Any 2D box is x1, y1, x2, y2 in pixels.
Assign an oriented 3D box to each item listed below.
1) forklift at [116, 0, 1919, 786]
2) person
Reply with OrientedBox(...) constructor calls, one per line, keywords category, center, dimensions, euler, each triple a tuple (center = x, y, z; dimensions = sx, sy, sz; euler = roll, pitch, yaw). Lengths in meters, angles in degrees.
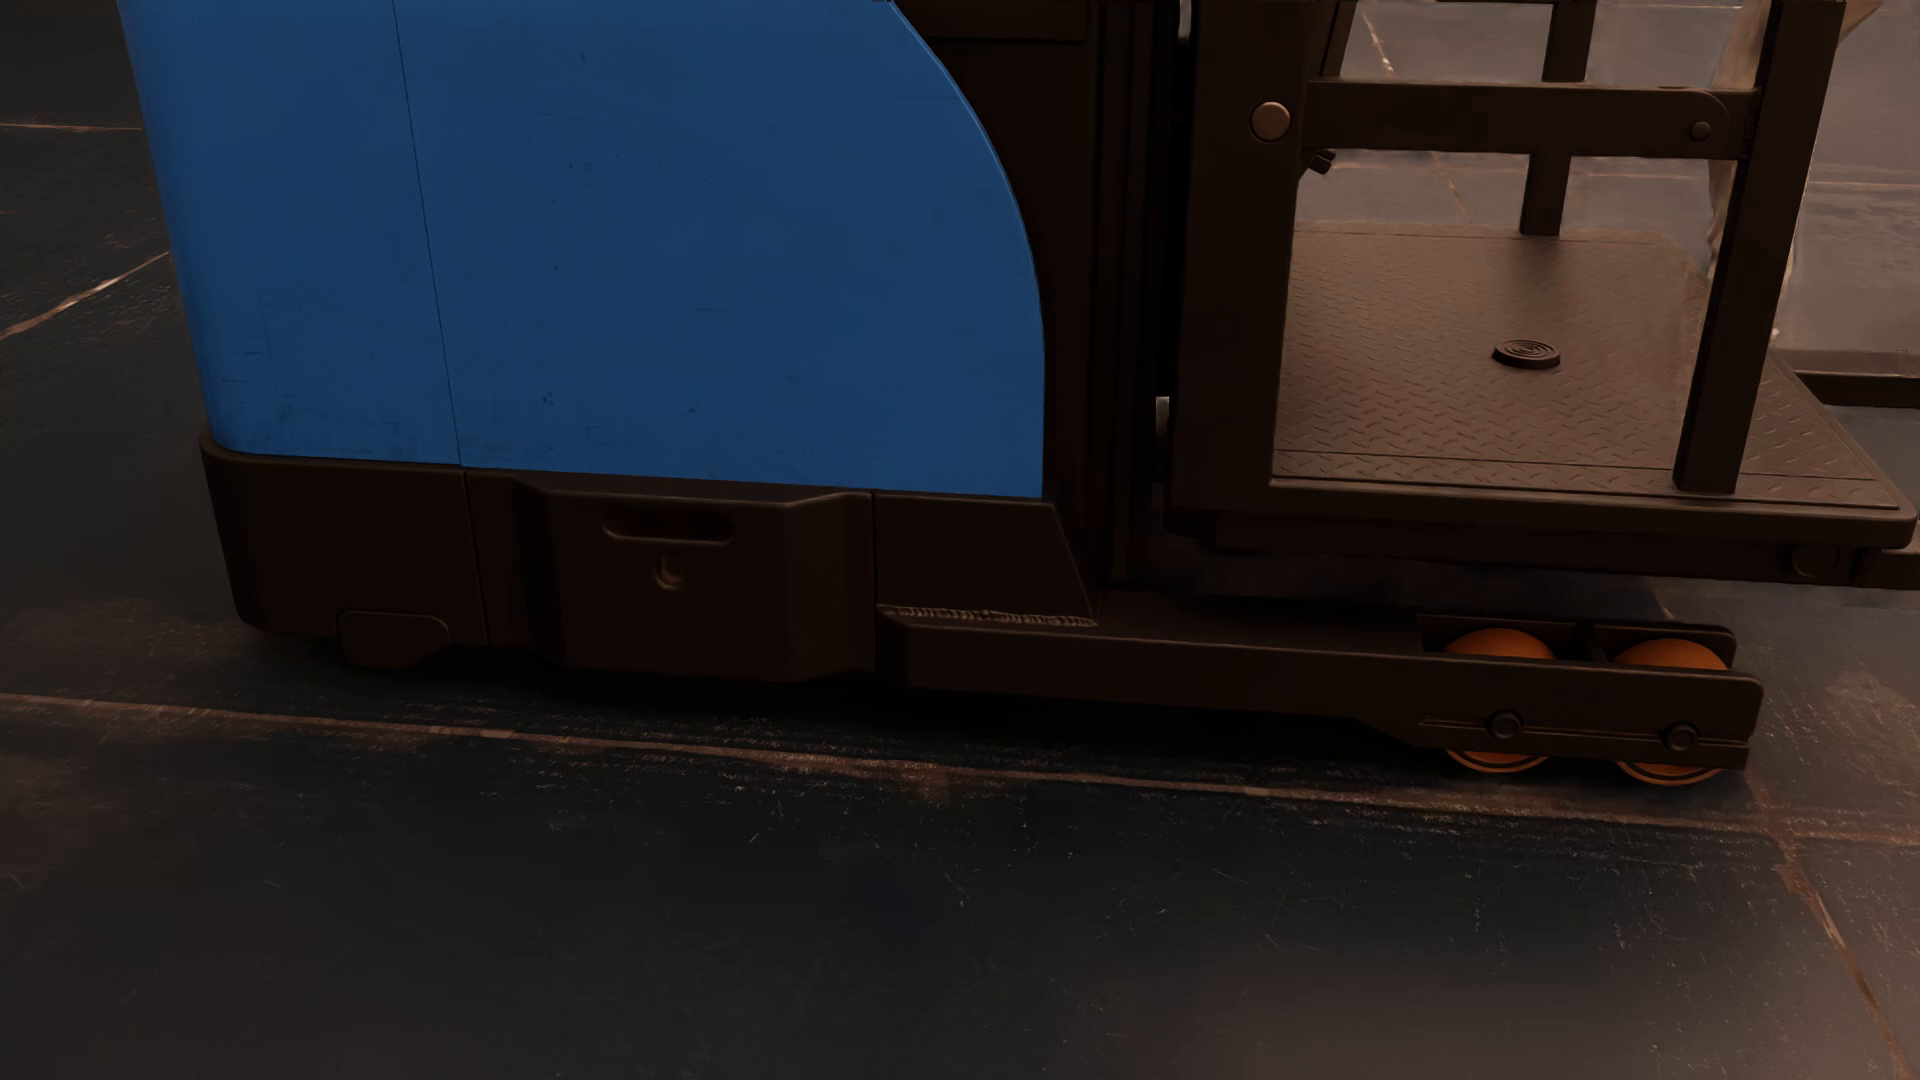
OrientedBox(category="forklift", center=(0.608, -1.280, 1.782), dimensions=(3.031, 2.935, 1.130), euler=(3, 27, 7))
OrientedBox(category="person", center=(1.787, -1.199, 3.036), dimensions=(0.947, 1.714, 0.451), euler=(-1, 27, -1))
